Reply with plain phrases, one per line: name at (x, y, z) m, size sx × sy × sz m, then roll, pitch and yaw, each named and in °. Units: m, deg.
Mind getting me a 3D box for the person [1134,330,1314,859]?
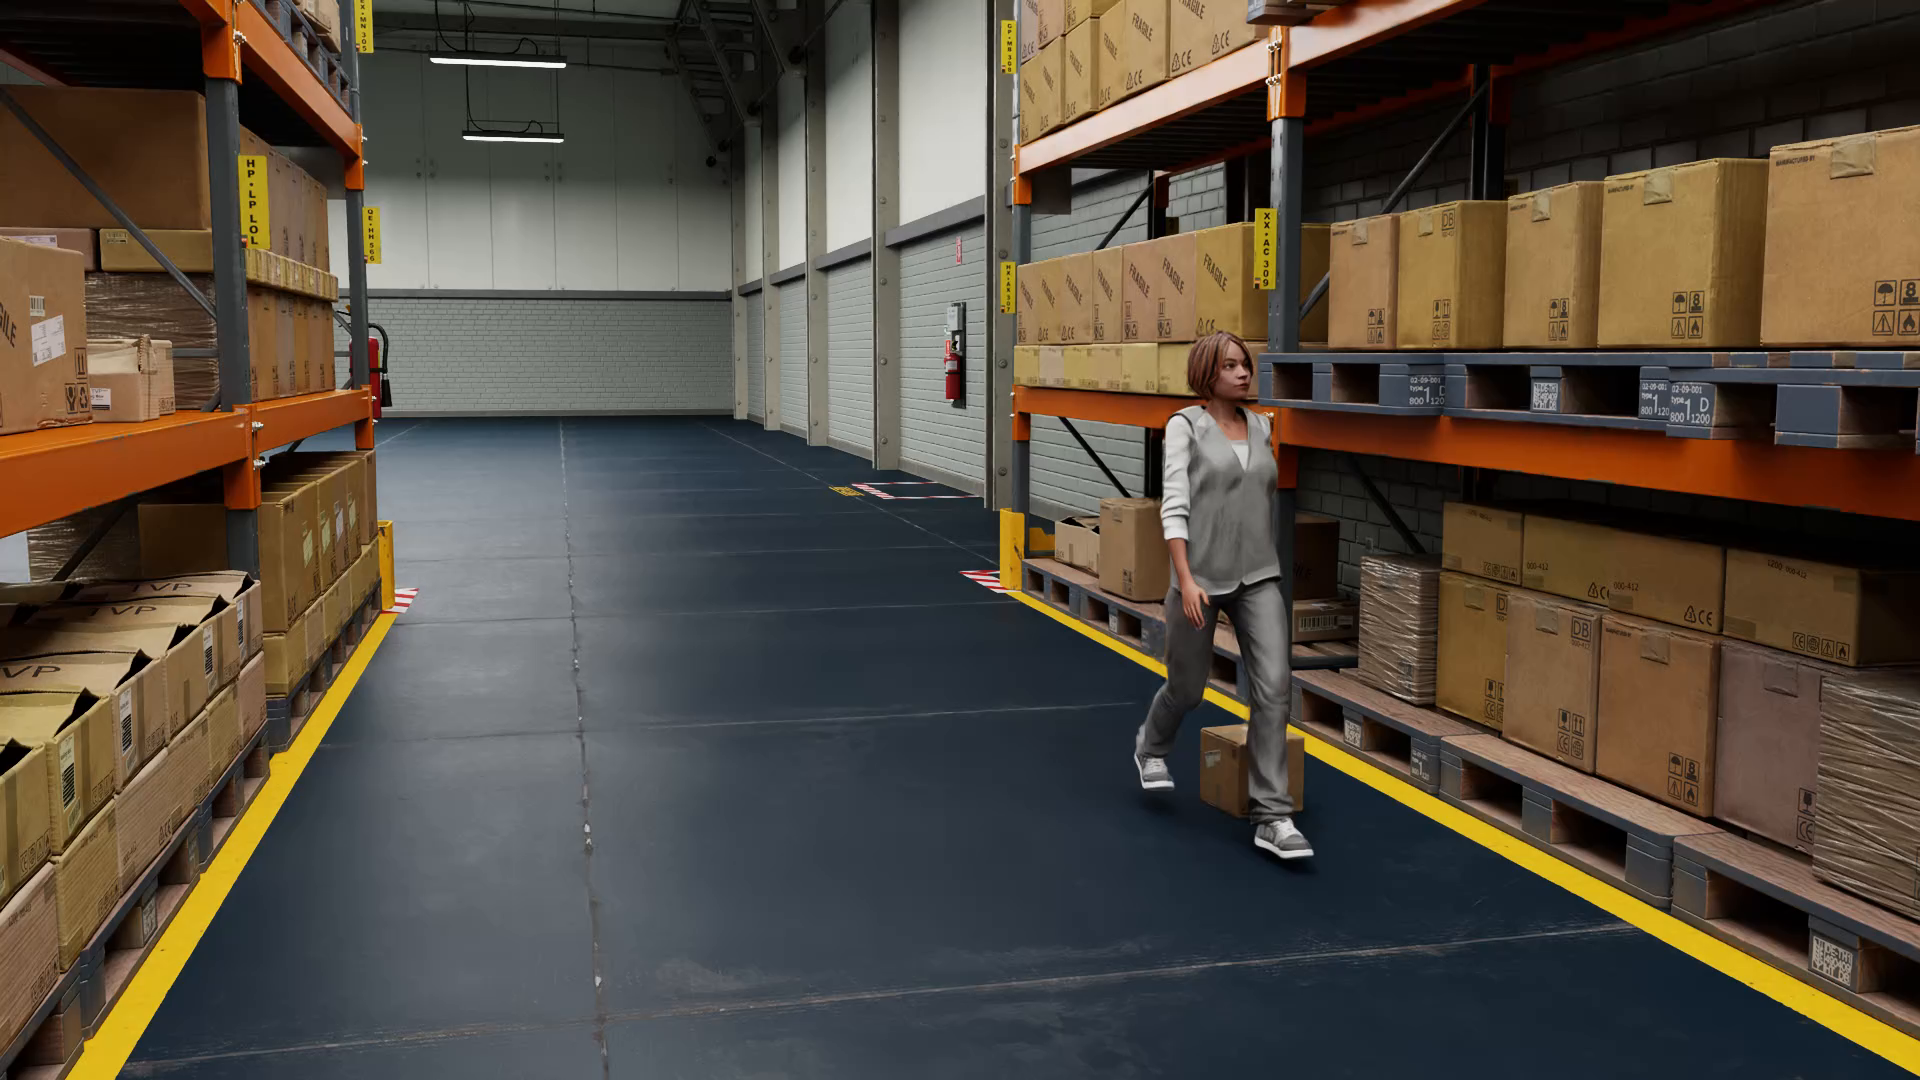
person at (0.796, 0.131, 5.139) m, size 0.409 × 1.545 × 0.922 m, roll -2°, pitch 7°, yaw -15°
